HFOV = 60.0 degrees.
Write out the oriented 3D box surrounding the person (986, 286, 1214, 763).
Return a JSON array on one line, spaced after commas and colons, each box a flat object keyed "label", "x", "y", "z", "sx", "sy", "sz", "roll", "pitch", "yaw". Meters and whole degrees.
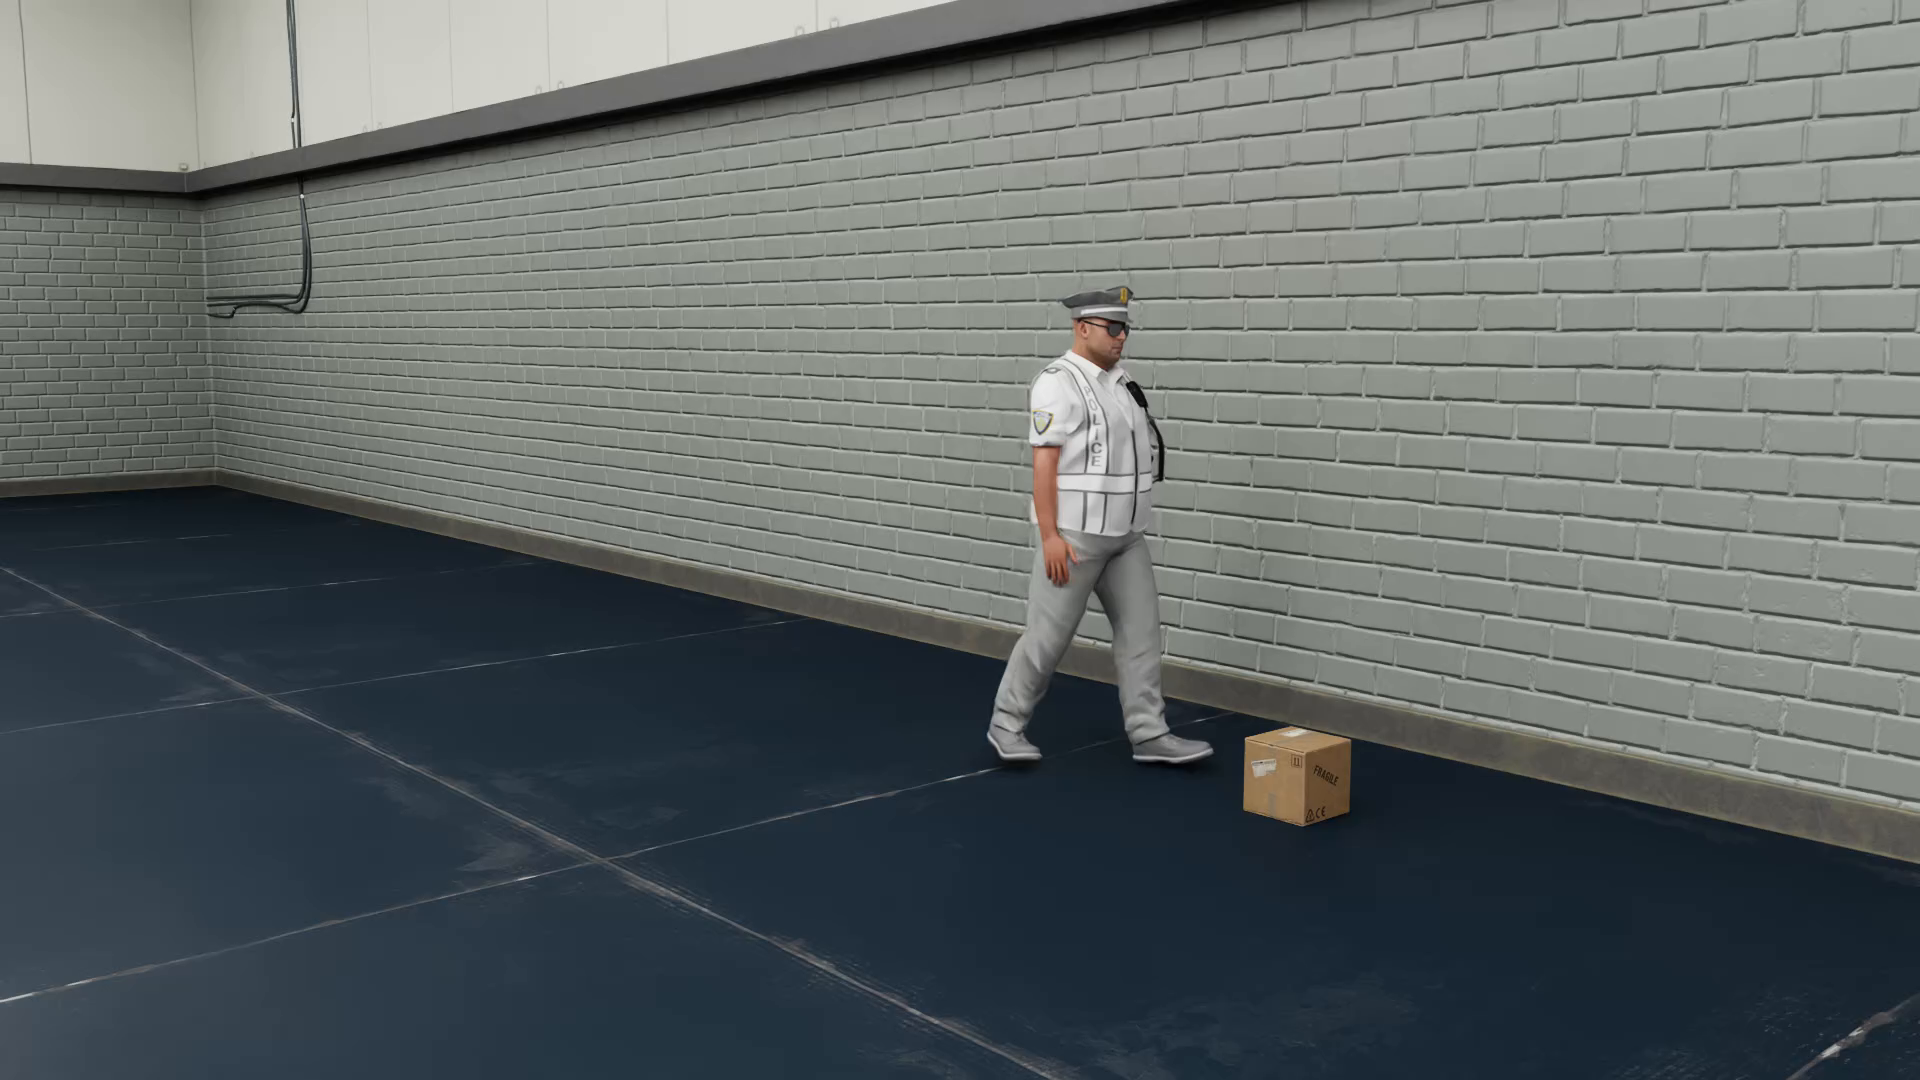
[{"label": "person", "x": 0.491, "y": -0.037, "z": 6.008, "sx": 0.780, "sy": 1.742, "sz": 0.559, "roll": 7, "pitch": 10, "yaw": 41}]
